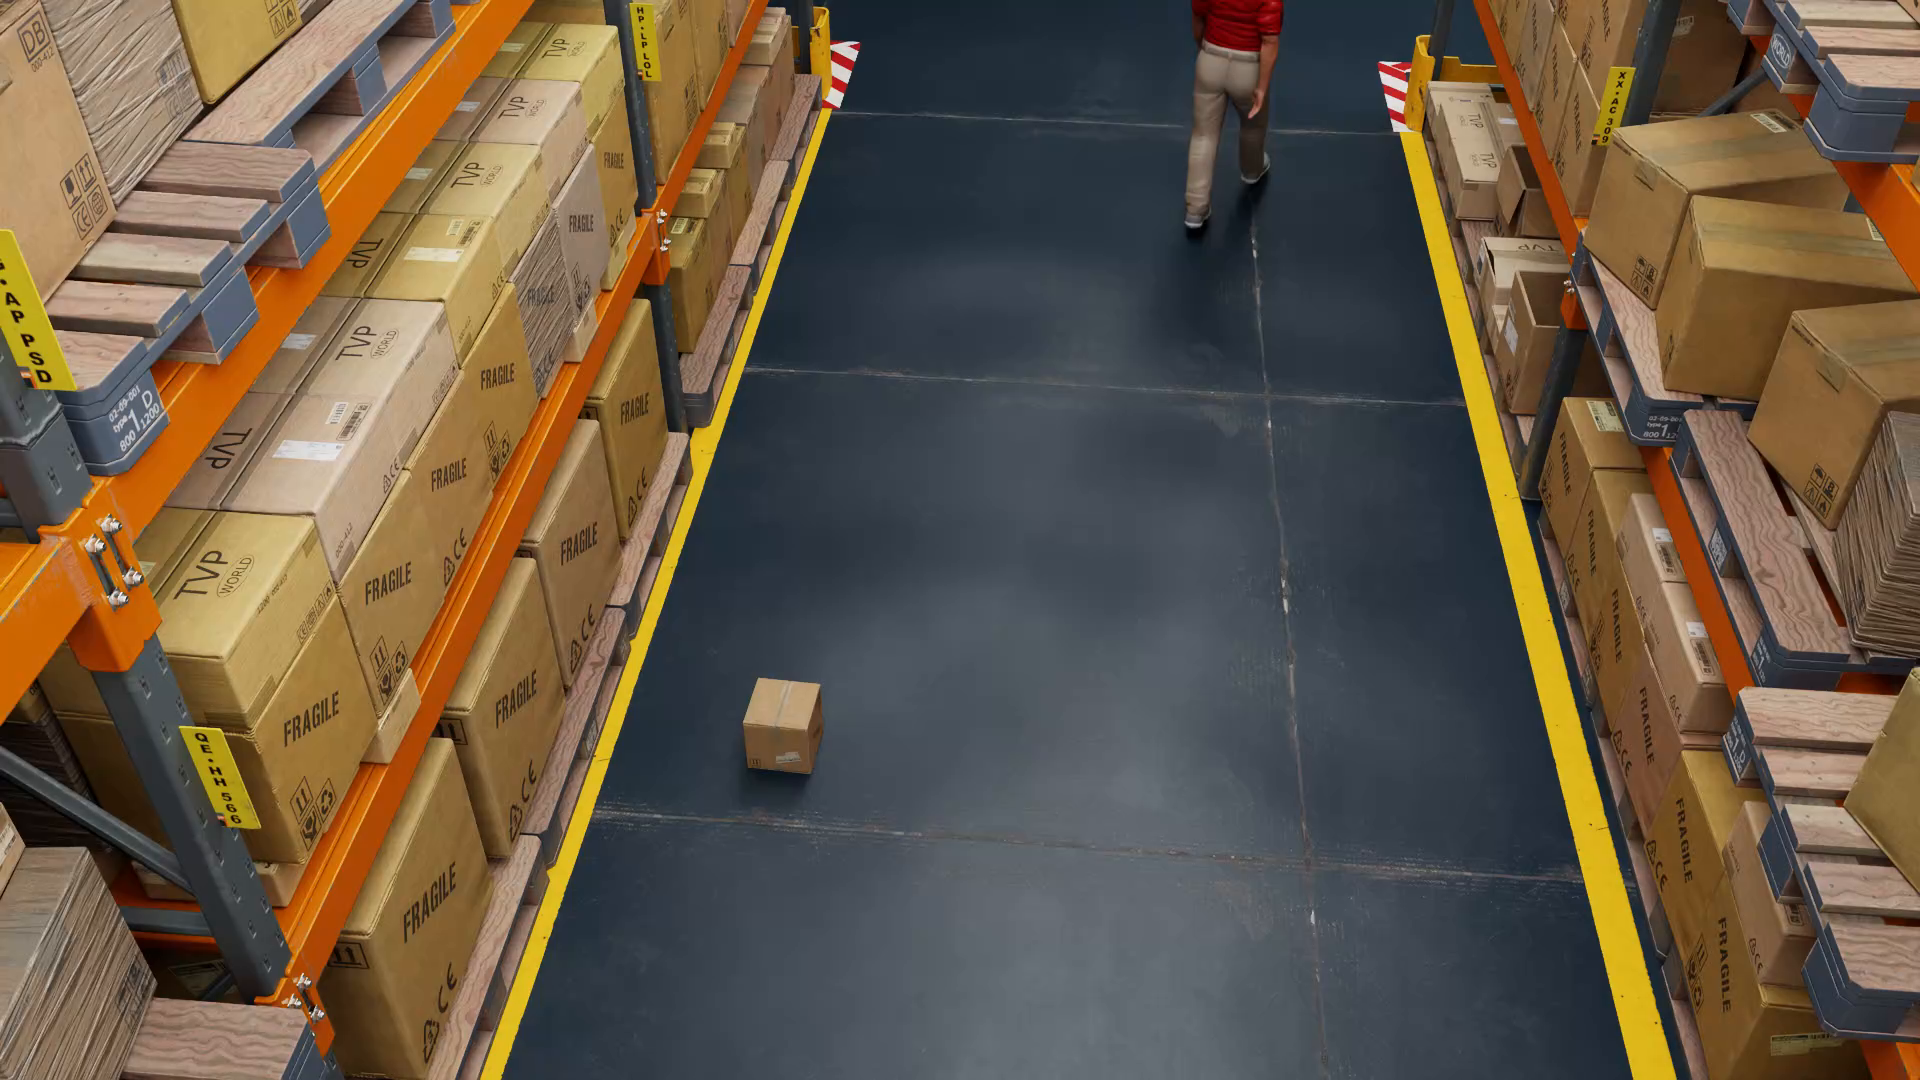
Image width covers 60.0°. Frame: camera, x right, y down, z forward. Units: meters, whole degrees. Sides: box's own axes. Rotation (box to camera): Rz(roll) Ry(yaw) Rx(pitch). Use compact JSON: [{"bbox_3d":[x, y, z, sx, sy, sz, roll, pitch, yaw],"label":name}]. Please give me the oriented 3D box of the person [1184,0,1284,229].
[{"bbox_3d":[1.551,-2.695,9.386,0.531,1.662,1.020,13,41,15],"label":"person"}]
